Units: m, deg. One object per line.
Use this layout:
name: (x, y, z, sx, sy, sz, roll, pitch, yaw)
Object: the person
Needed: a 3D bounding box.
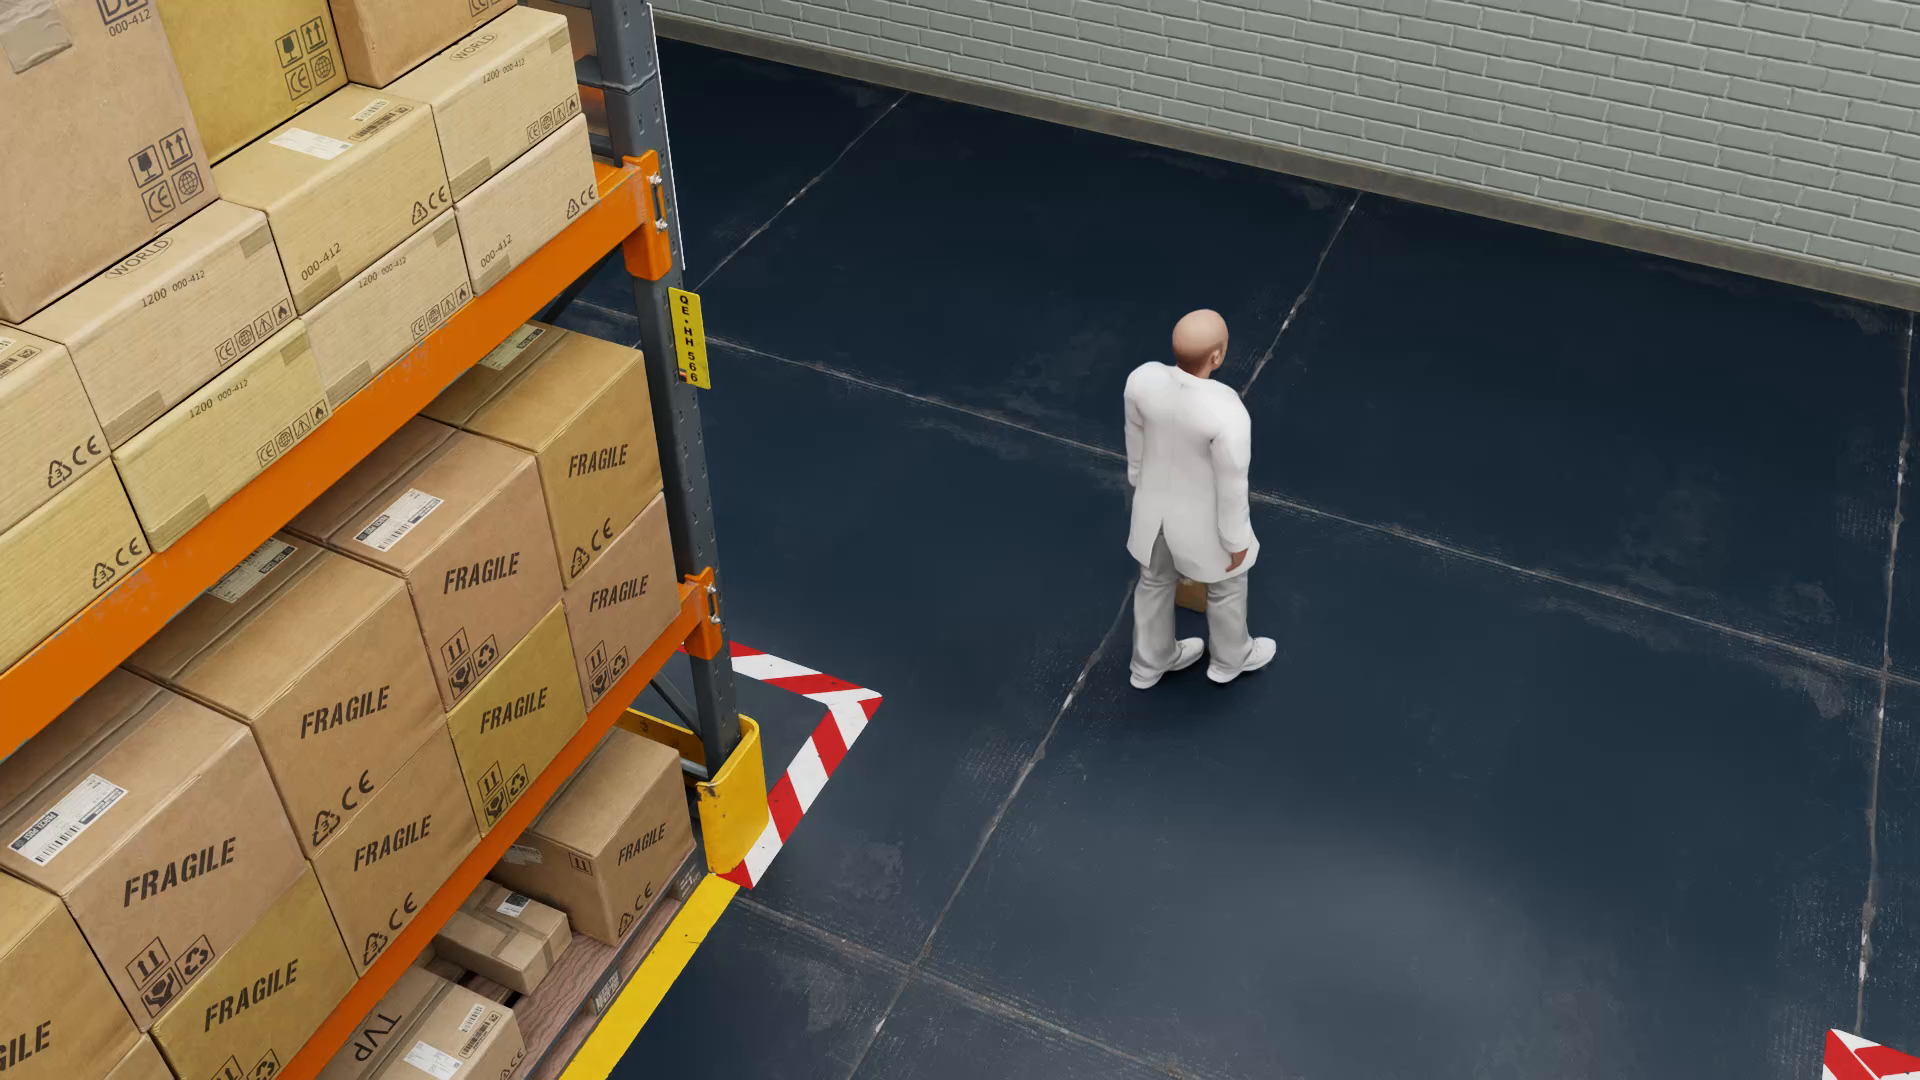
person: (0.948, -0.173, 6.358, 0.593, 1.785, 0.604, 30, 50, 30)
